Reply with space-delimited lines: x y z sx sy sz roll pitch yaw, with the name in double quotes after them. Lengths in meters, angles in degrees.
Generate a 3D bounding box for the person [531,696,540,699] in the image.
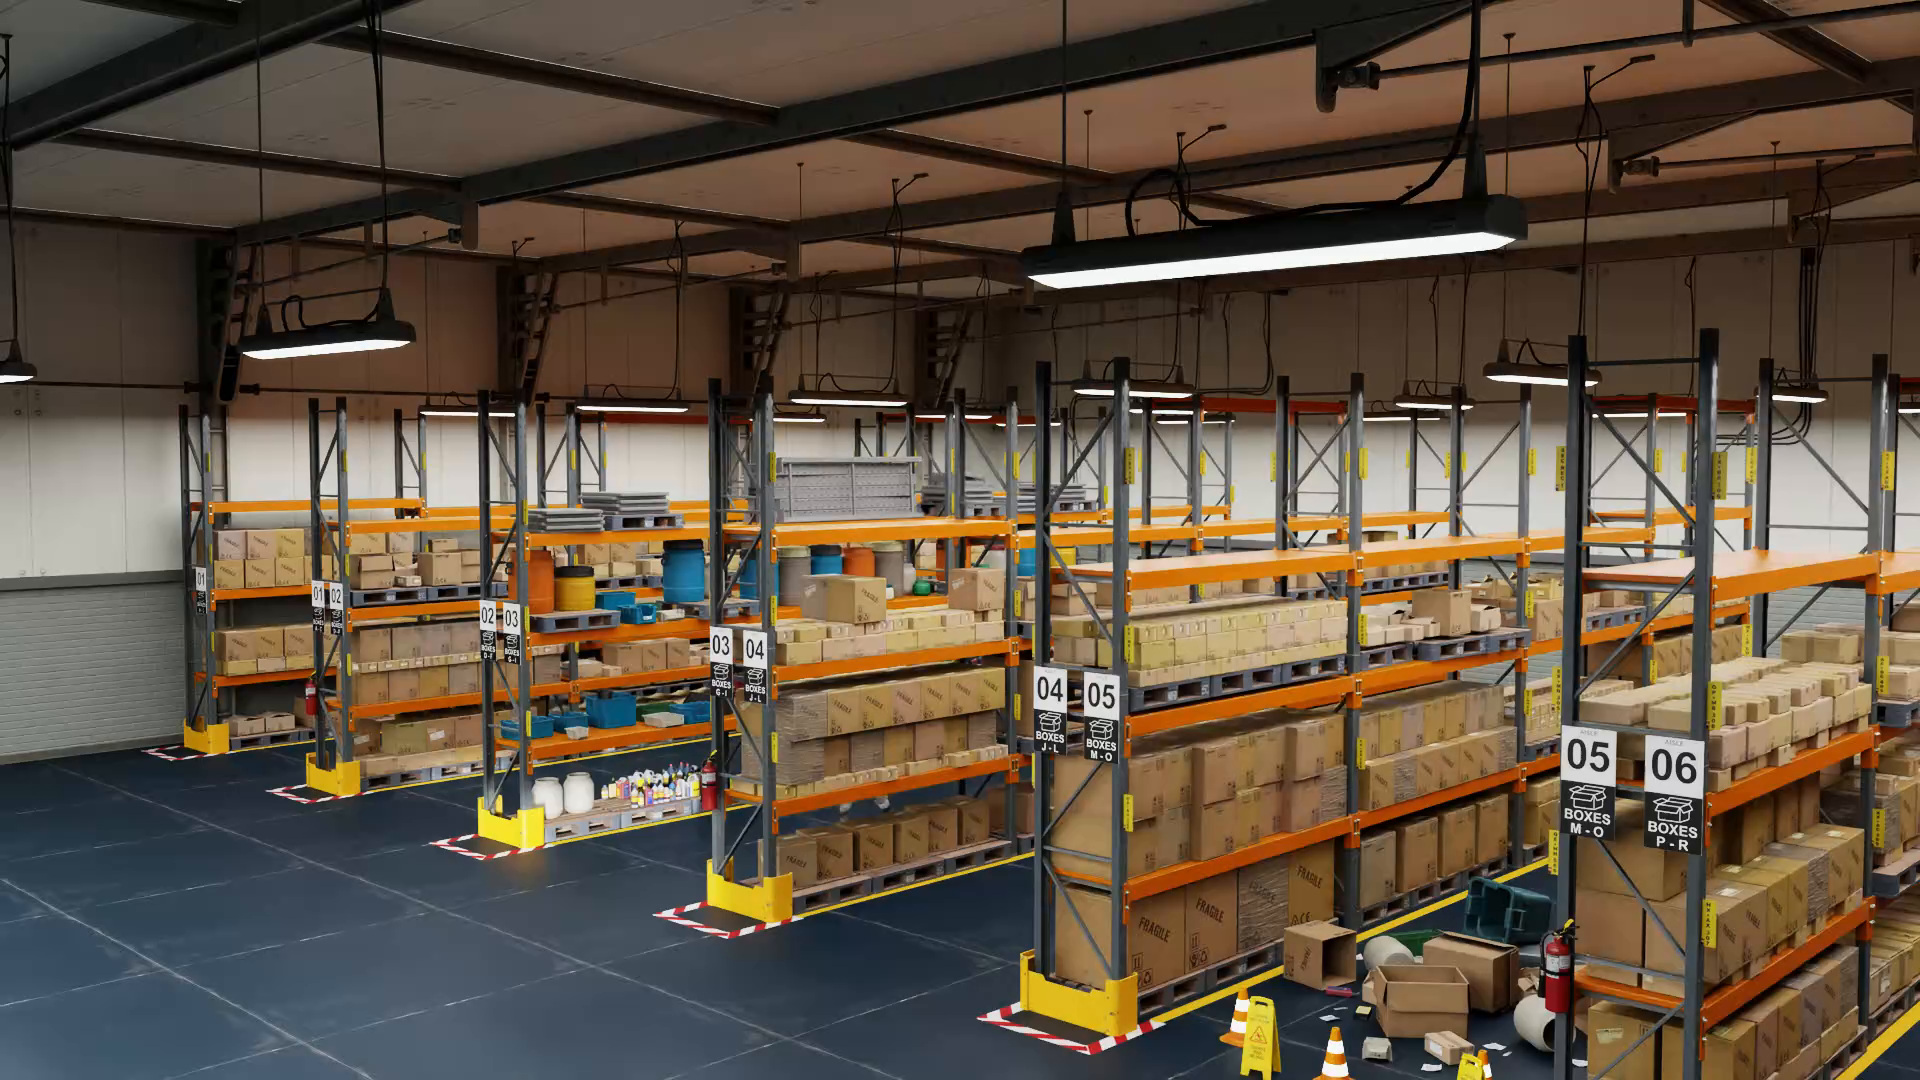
-7.650 2.745 30.065 0.585 1.649 0.690 3 4 45 "person"

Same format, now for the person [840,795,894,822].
-1.266 3.111 22.422 0.988 1.793 0.652 -3 4 -44 "person"
